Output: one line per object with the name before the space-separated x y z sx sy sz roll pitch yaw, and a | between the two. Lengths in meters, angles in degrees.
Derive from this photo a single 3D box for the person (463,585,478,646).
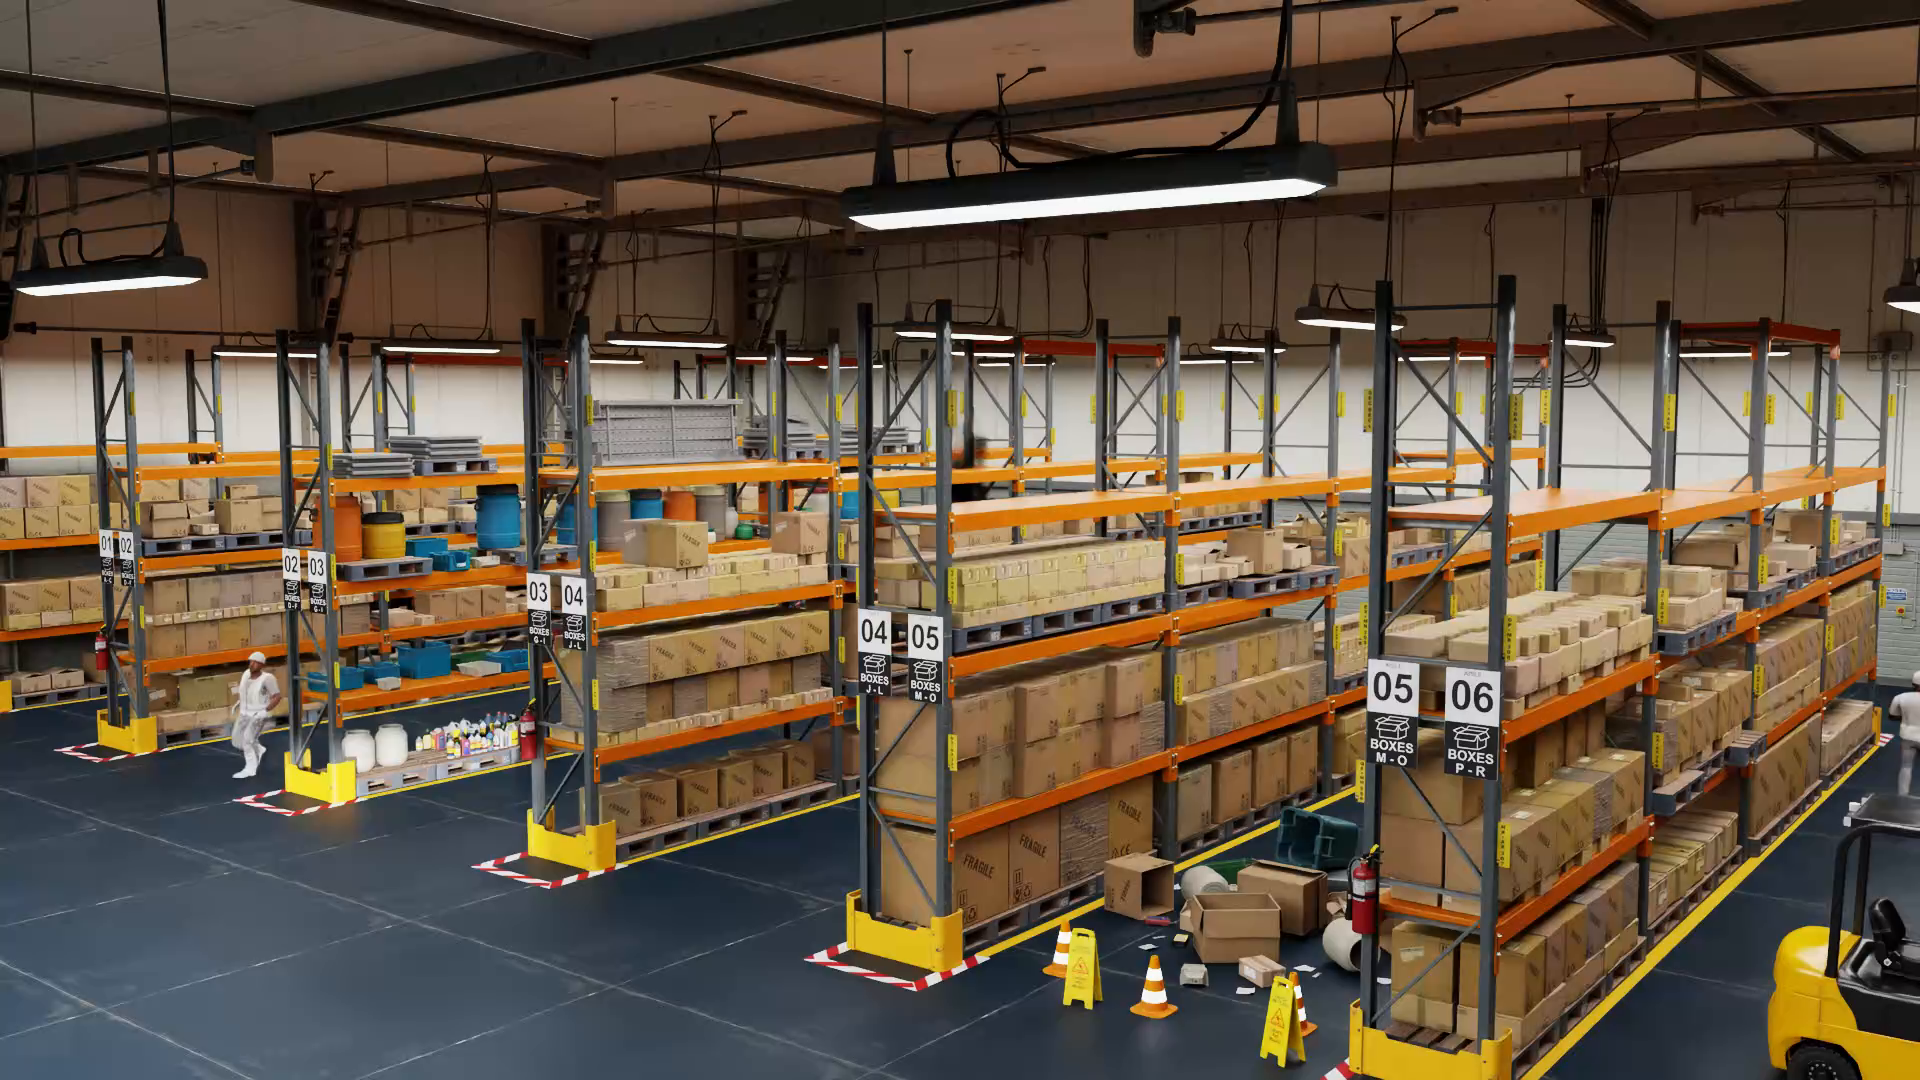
person | -9.119 1.657 31.022 0.520 1.632 0.706 4 6 36

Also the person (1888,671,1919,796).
person | 11.816 2.474 20.494 0.699 1.753 0.988 4 6 37

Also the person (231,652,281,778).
person | -9.475 2.354 22.514 0.741 1.719 0.555 2 5 23
